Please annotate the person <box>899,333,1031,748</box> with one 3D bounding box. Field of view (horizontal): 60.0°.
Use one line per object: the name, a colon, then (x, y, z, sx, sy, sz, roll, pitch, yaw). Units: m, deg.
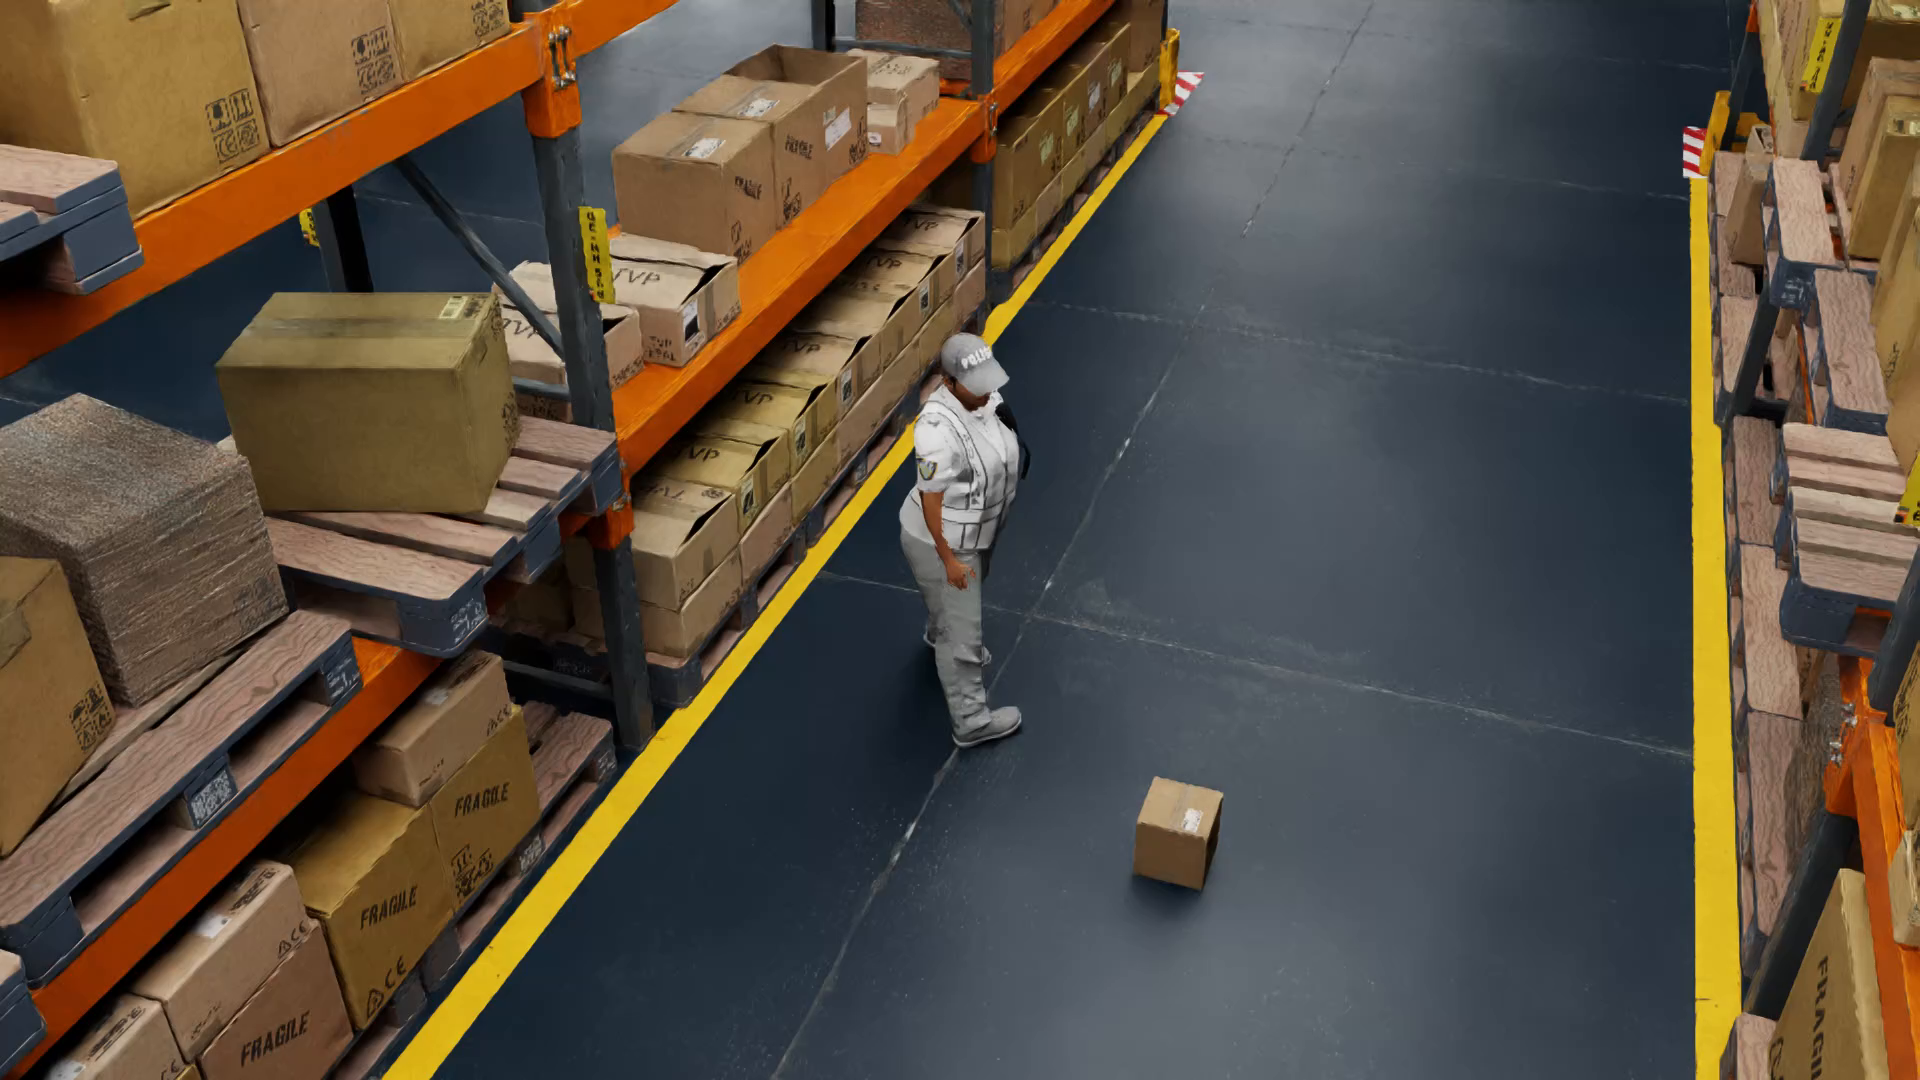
person: (0.016, -0.055, 6.240, 0.580, 1.664, 0.616, 15, 36, 21)
